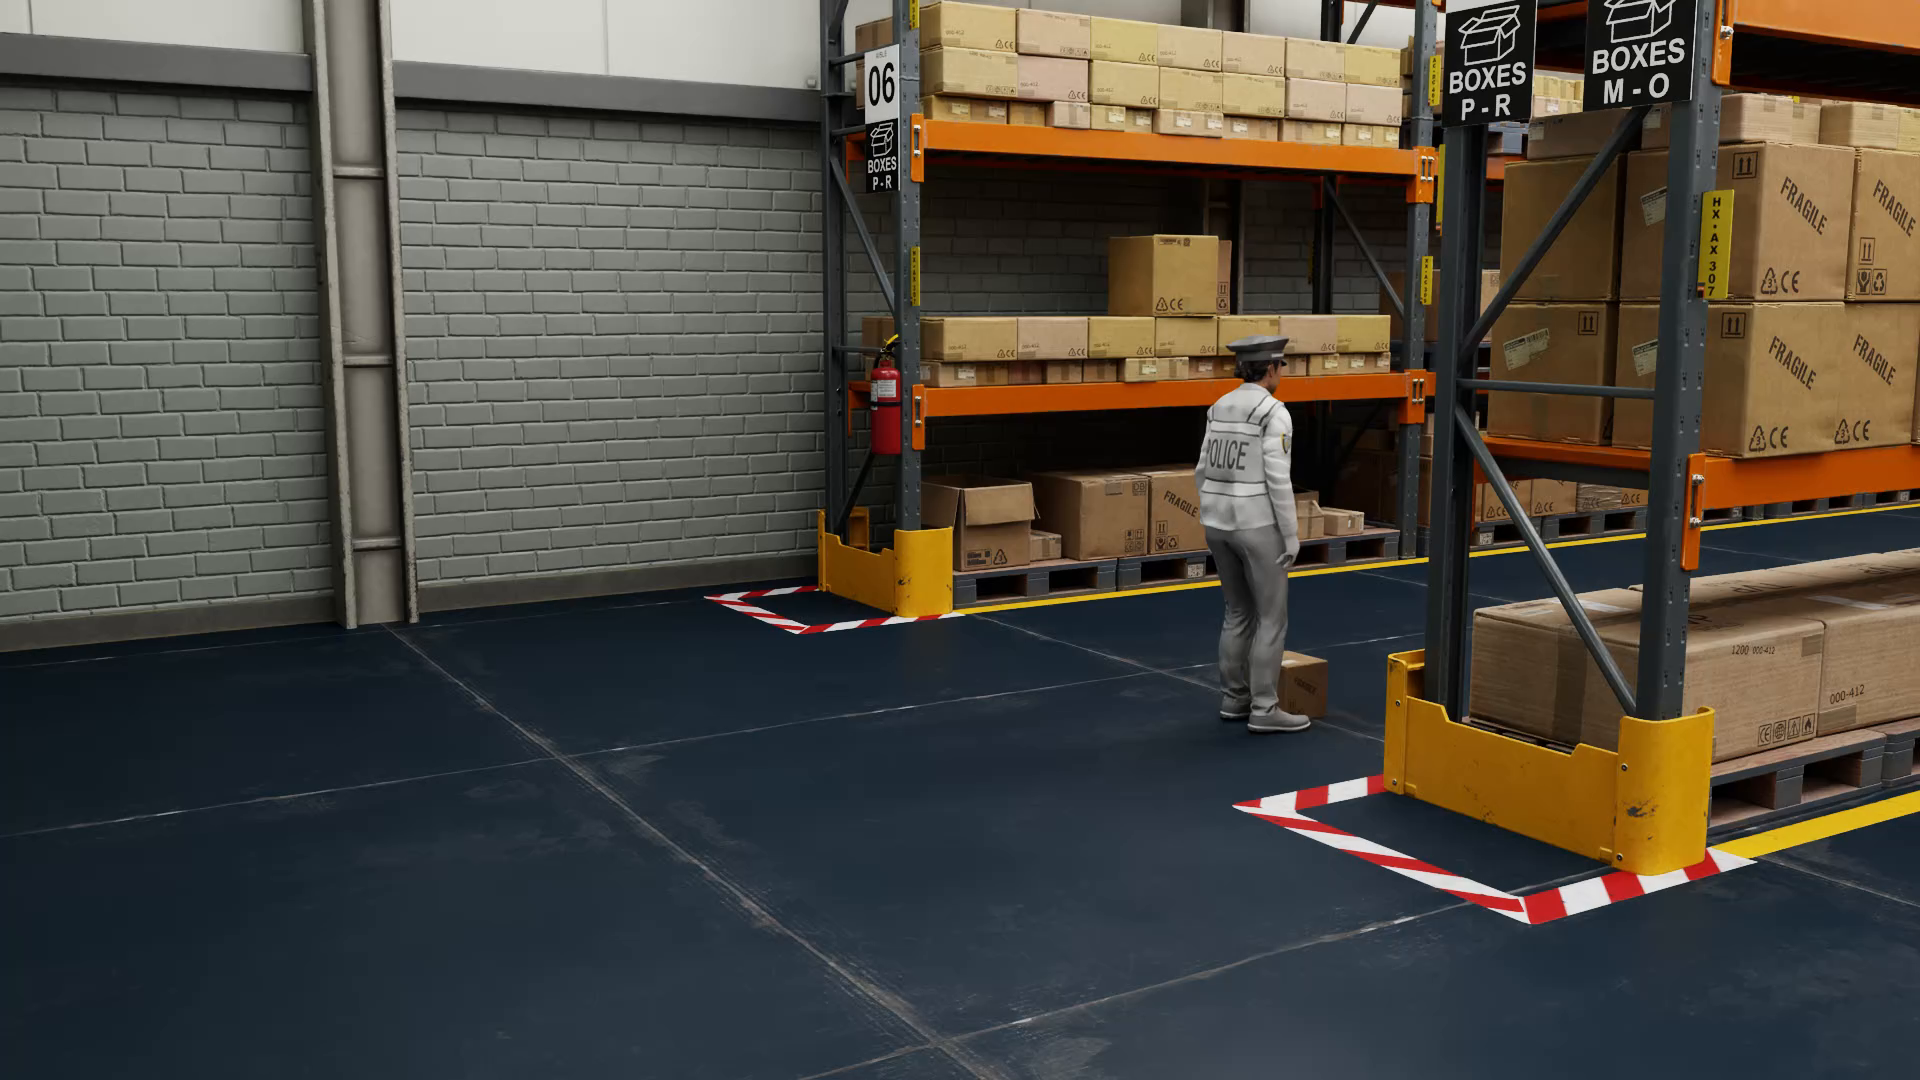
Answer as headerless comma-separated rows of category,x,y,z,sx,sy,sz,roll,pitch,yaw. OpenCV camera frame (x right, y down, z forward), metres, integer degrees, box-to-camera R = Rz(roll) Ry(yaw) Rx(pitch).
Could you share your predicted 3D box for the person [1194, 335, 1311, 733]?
person,1.244,-0.037,7.078,0.414,1.662,0.531,-6,10,-34
